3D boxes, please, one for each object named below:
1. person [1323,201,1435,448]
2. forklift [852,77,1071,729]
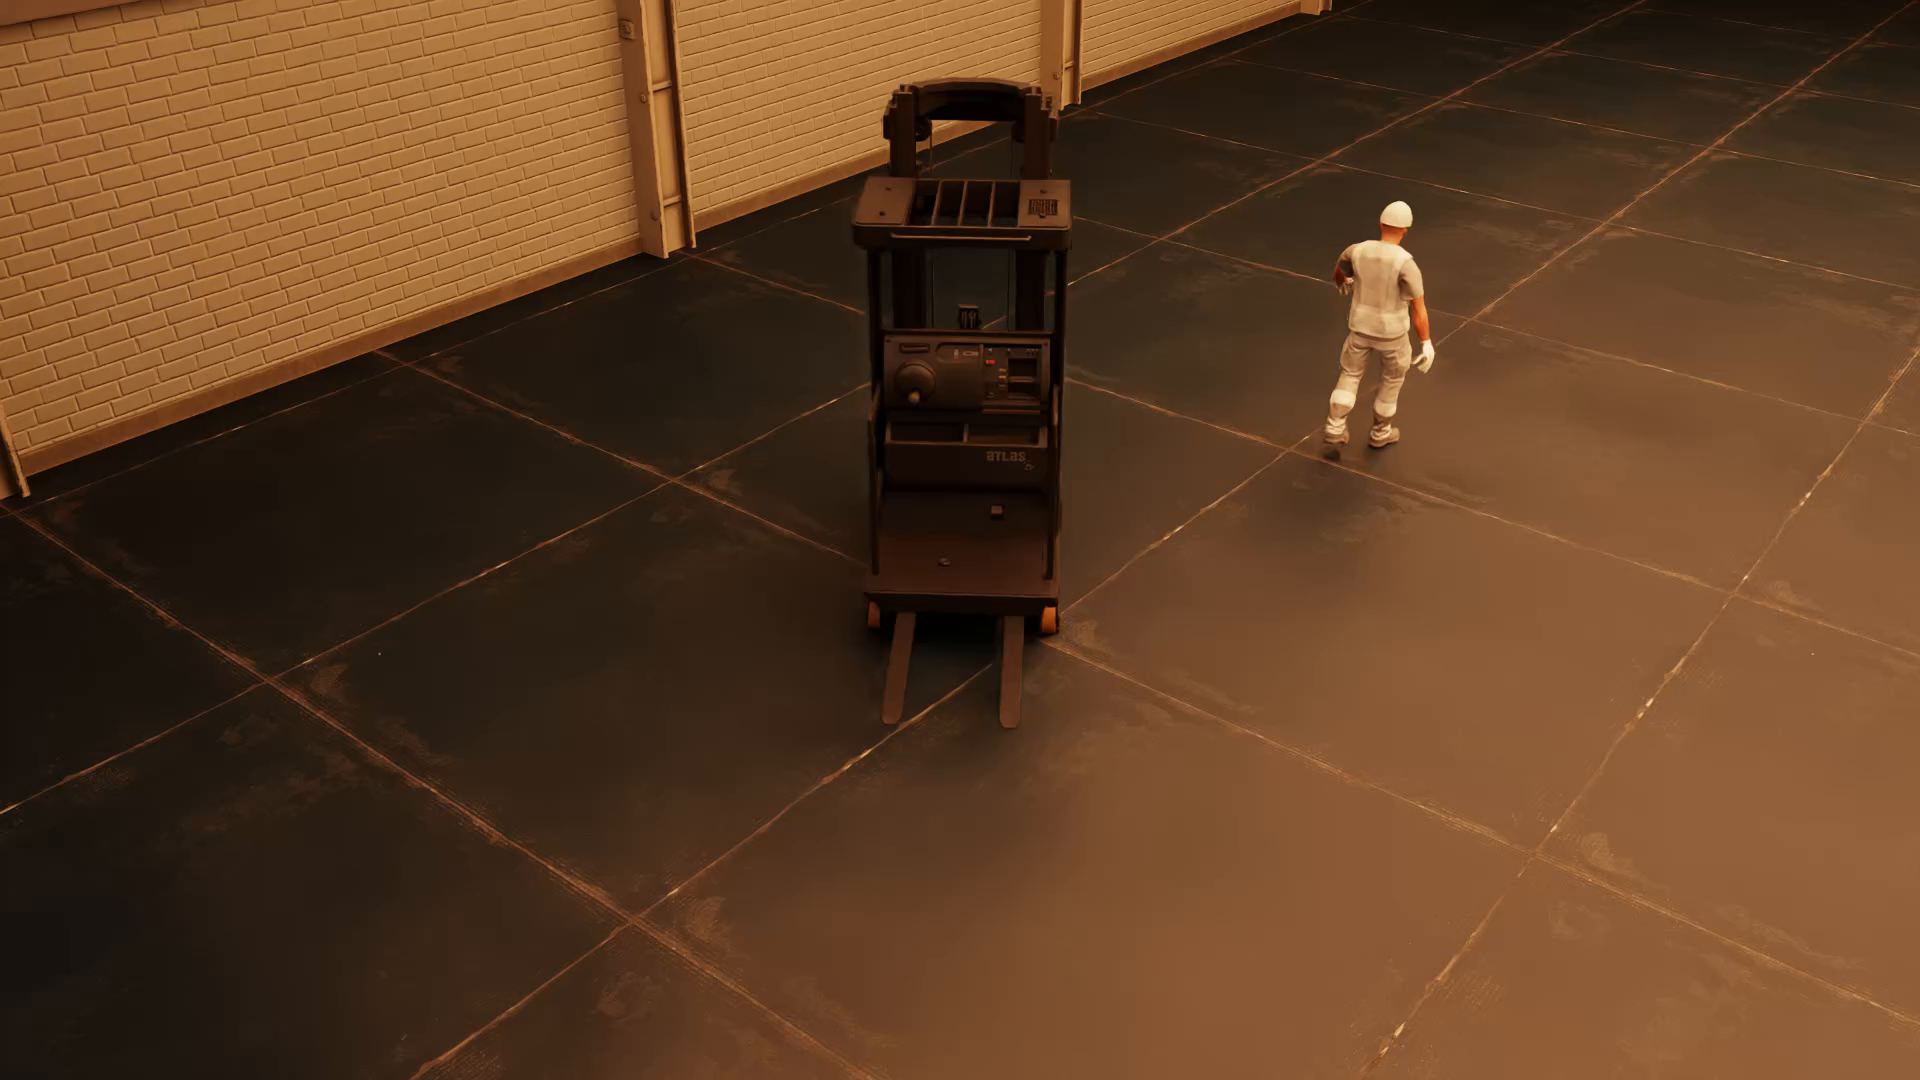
[{"bbox_3d":[2.825,-1.416,11.177,0.916,1.762,0.715,21,36,31],"label":"person"},{"bbox_3d":[0.027,-0.891,9.119,1.130,2.935,3.031,2,30,3],"label":"forklift"}]
